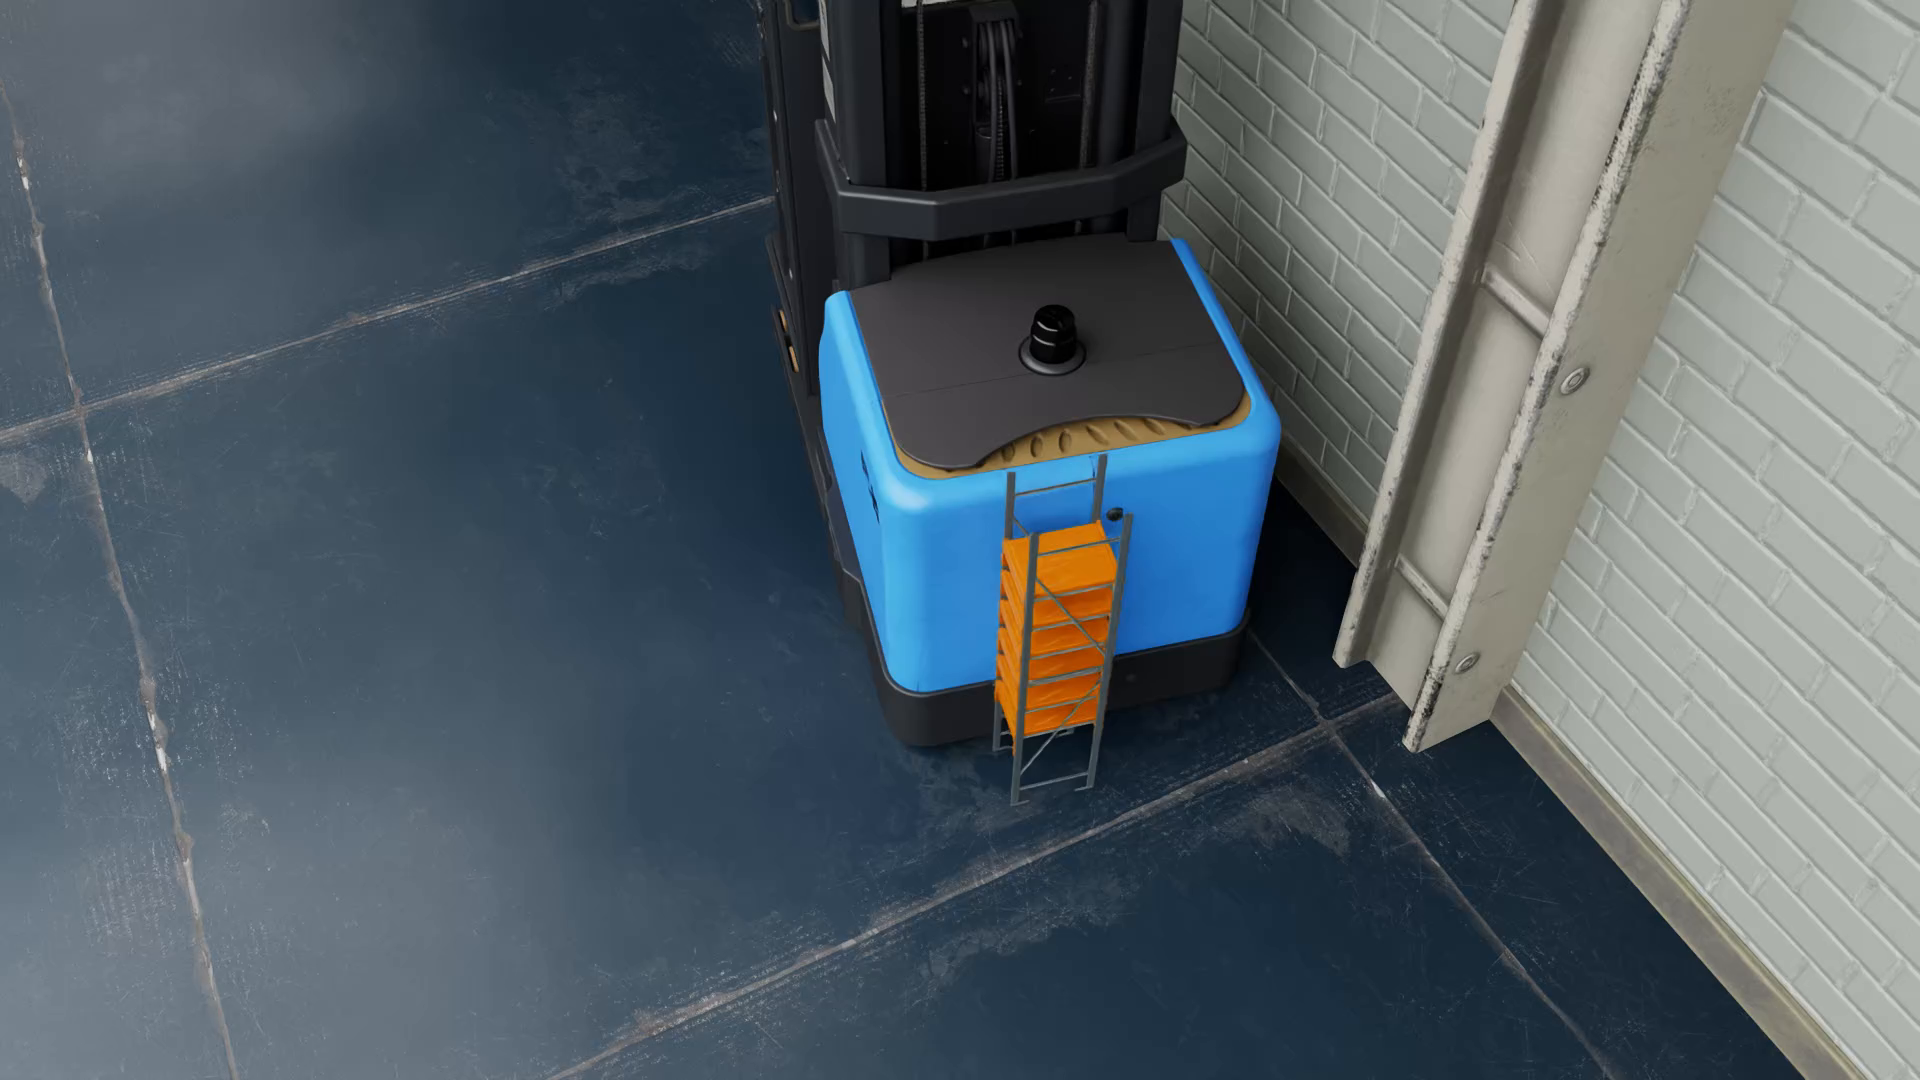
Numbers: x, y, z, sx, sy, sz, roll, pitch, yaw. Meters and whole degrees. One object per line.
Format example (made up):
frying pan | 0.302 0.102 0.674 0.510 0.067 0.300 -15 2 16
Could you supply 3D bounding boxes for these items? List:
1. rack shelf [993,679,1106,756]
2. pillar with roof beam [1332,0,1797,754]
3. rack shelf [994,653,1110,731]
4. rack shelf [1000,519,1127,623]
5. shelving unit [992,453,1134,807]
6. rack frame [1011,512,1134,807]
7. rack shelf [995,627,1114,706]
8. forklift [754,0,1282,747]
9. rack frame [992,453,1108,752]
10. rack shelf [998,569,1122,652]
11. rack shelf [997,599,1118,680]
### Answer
rack shelf | 0.236 0.447 4.435 0.258 0.103 0.180 -12 52 -10
pillar with roof beam | -2.497 -1.057 0.196 9.100 9.000 0.400 -21 52 -18
rack shelf | 0.238 0.372 4.341 0.258 0.103 0.180 -12 52 -10
rack shelf | 0.244 0.072 3.966 0.258 0.103 0.180 -12 52 -10
shelving unit | 0.240 0.269 4.212 0.258 1.200 0.189 -12 52 -10
rack frame | 0.264 0.338 4.158 0.240 1.200 0.006 -12 52 -10
rack shelf | 0.239 0.297 4.247 0.258 0.103 0.180 -12 52 -10
forklift | -0.031 -1.524 4.635 1.130 2.935 3.031 -10 50 -9
rack frame | 0.216 0.200 4.267 0.240 1.200 0.006 -12 52 -10
rack shelf | 0.242 0.147 4.060 0.258 0.103 0.180 -12 52 -10
rack shelf | 0.241 0.222 4.153 0.258 0.103 0.180 -12 52 -10
